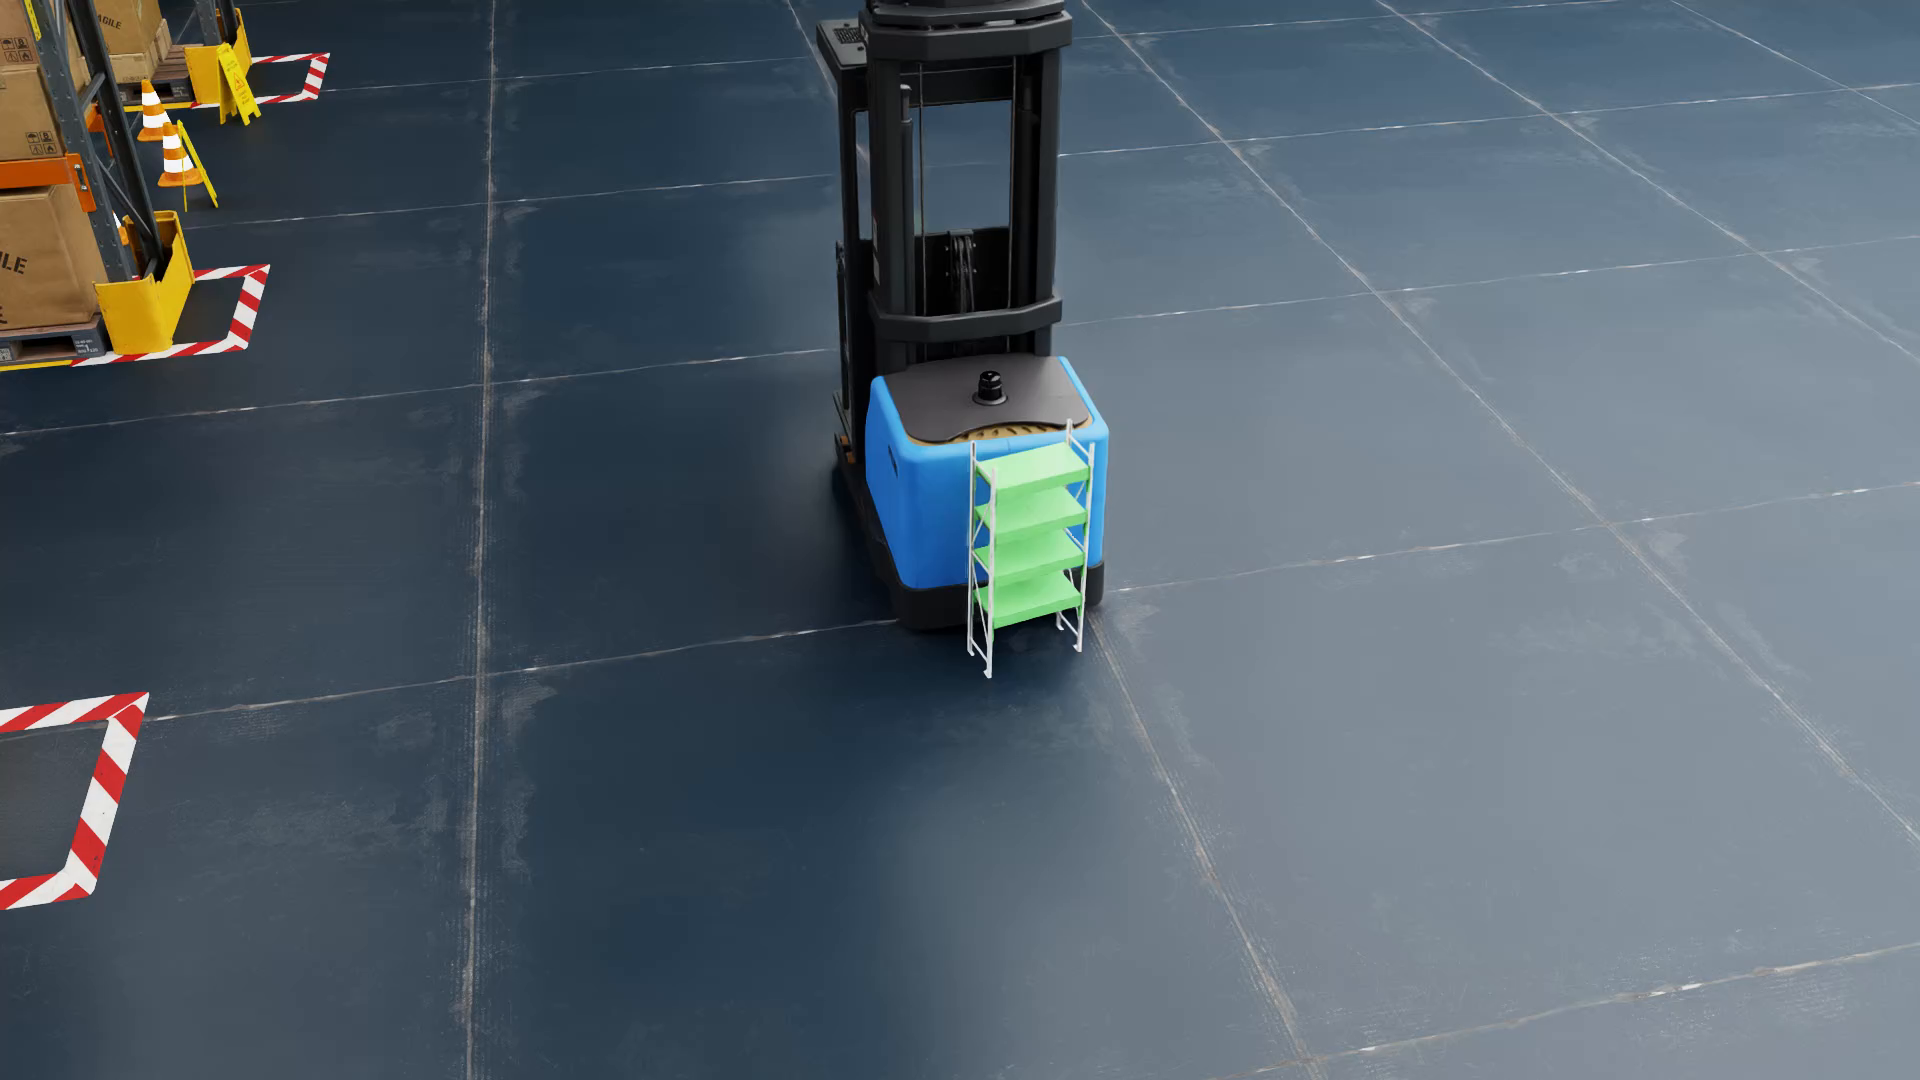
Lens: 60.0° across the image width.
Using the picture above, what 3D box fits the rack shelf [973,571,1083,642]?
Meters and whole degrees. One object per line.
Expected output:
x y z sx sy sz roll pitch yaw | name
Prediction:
0.318 0.303 7.984 0.480 0.148 0.258 -14 38 -20 | rack shelf

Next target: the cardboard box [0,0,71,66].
-5.826 -3.252 10.023 0.550 0.550 0.875 -7 35 -11 | cardboard box

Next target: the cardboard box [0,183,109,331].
-6.103 -1.938 10.700 0.875 0.875 0.875 -7 34 -10 | cardboard box

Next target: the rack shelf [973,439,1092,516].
0.325 -0.286 7.571 0.480 0.148 0.258 -14 38 -20 | rack shelf

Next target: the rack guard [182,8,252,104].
-6.720 -4.396 15.075 0.348 0.500 1.175 -7 35 -11 | rack guard

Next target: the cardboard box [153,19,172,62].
-7.494 -4.527 15.118 0.500 0.250 0.500 -7 35 -11 | cardboard box

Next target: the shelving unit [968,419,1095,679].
0.321 0.054 7.810 0.503 1.200 0.258 -14 38 -20 | shelving unit

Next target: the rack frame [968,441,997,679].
0.099 0.111 7.726 0.015 1.200 0.240 -14 38 -20 | rack frame

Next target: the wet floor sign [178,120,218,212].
-5.864 -2.868 12.667 0.232 0.644 0.267 -13 36 -19 | wet floor sign

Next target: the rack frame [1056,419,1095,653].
0.543 -0.002 7.894 0.015 1.200 0.240 -14 38 -20 | rack frame

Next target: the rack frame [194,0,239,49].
-6.646 -5.443 14.393 0.127 3.000 1.000 -7 35 -11 | rack frame

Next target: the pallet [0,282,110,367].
-6.218 -1.467 10.969 1.213 0.211 1.003 -7 35 -11 | pallet

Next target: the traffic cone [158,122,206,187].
-6.205 -3.075 13.139 0.334 0.463 0.336 -7 35 -11 | traffic cone

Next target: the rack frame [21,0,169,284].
-5.456 -2.766 10.402 0.127 3.000 1.000 -7 35 -11 | rack frame

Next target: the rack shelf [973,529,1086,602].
0.321 0.107 7.846 0.480 0.148 0.258 -14 38 -20 | rack shelf

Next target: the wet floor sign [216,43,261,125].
-6.225 -3.908 14.217 0.232 0.644 0.267 4 34 6 | wet floor sign

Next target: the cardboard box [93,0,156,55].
-7.370 -4.547 14.475 0.500 0.500 0.500 -7 34 -10 | cardboard box

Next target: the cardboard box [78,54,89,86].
-7.882 -4.171 14.588 0.500 0.250 0.500 -7 35 -10 | cardboard box

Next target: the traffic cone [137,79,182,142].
-6.781 -3.636 13.976 0.334 0.463 0.336 -7 35 -11 | traffic cone

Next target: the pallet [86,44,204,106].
-7.521 -4.196 15.036 1.213 0.211 1.003 -7 35 -11 | pallet

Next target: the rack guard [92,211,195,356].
-5.432 -1.731 11.103 0.348 0.500 1.175 -7 35 -11 | rack guard

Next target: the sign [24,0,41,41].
-5.350 -3.048 9.572 0.005 0.325 0.100 -7 35 -11 | sign

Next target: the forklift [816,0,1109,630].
-0.102 -1.590 8.711 1.130 2.935 3.031 -7 35 -11 | forklift

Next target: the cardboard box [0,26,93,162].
-5.808 -2.758 10.256 0.550 0.550 0.875 -7 35 -11 | cardboard box

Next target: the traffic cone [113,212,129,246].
-6.287 -2.419 12.162 0.334 0.463 0.336 -7 35 -11 | traffic cone

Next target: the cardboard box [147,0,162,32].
-7.517 -4.835 14.904 0.500 0.500 0.500 -8 35 -12 | cardboard box

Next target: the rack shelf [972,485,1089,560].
0.323 -0.090 7.709 0.480 0.148 0.258 -14 38 -20 | rack shelf

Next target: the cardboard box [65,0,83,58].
-7.879 -4.481 14.377 0.500 0.500 0.500 -6 34 -9 | cardboard box

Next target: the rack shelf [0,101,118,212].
-7.407 -2.221 10.236 4.000 0.370 1.077 -7 35 -11 | rack shelf

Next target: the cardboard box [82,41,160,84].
-7.399 -4.228 14.672 0.500 0.250 0.500 -7 35 -11 | cardboard box
